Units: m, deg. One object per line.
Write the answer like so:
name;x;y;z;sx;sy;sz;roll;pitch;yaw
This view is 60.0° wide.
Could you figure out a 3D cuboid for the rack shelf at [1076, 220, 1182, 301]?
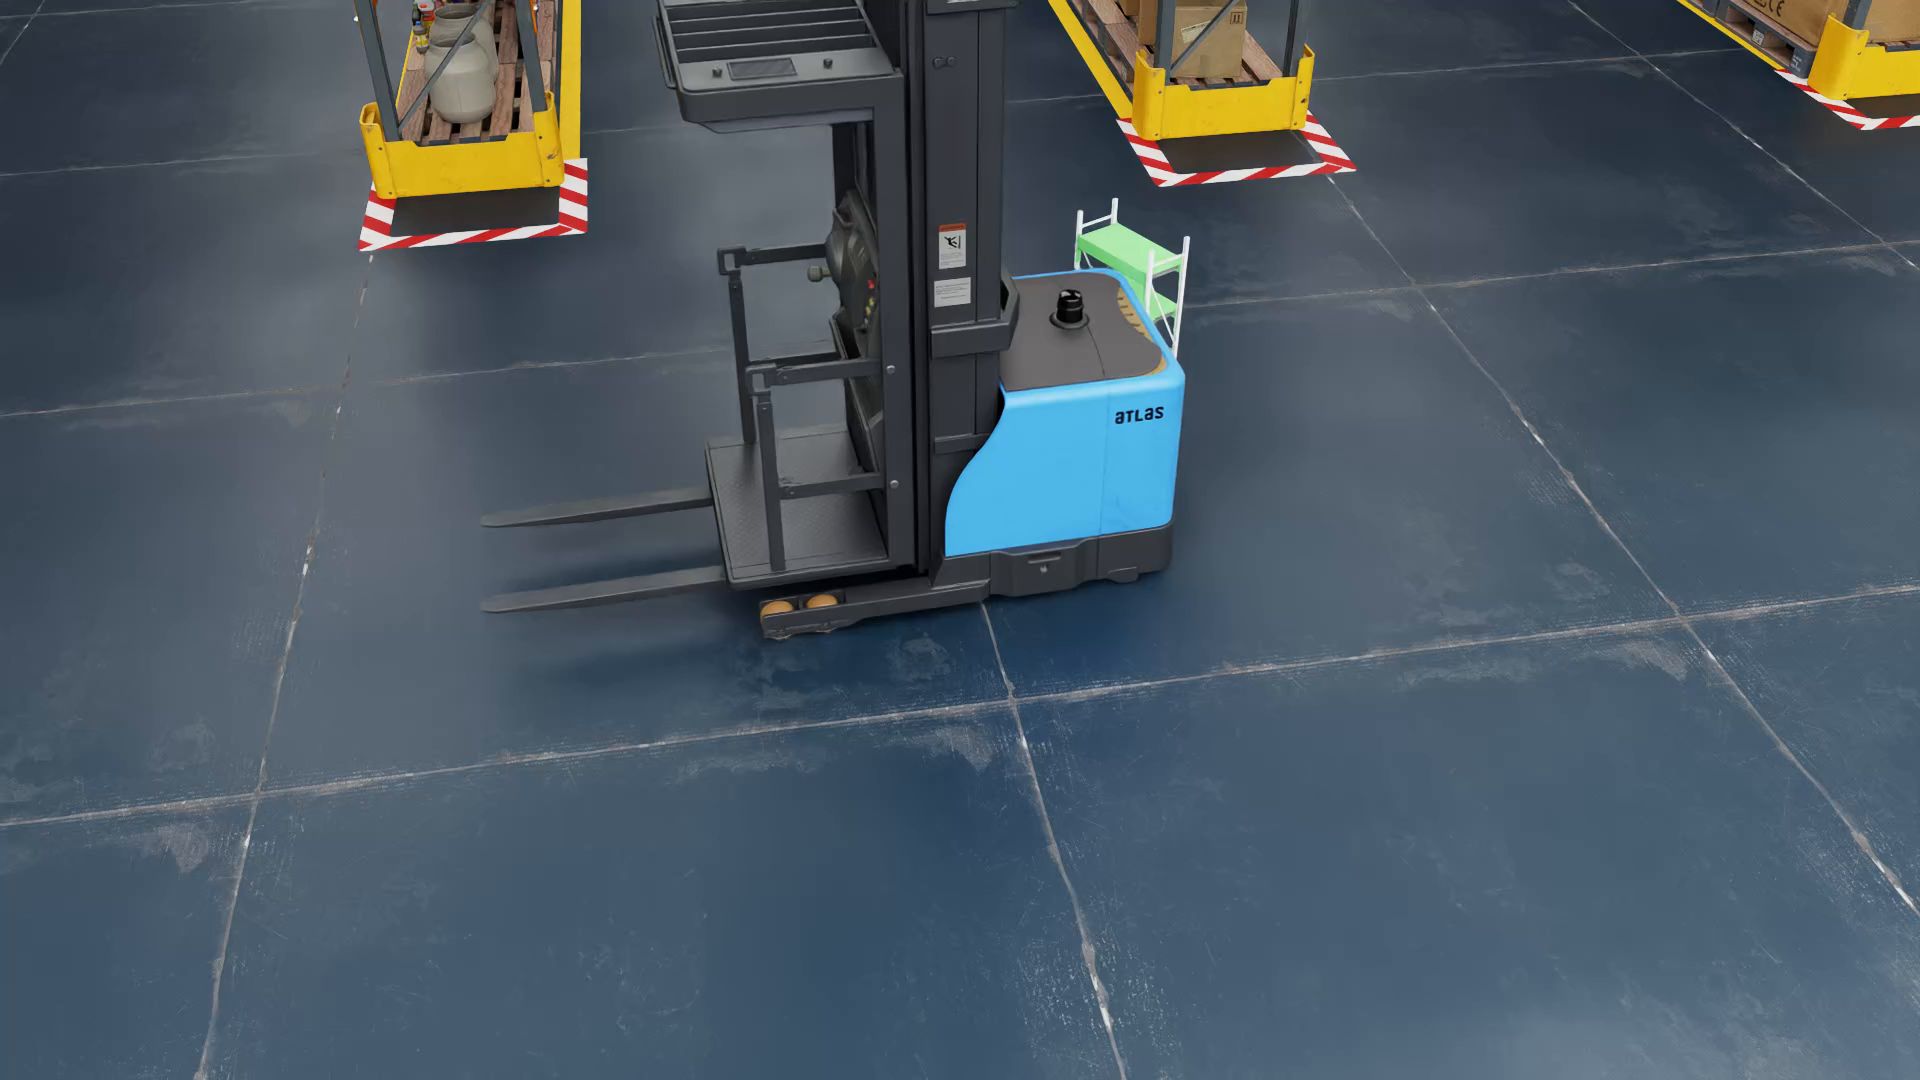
rack shelf;0.795;-1.310;7.775;0.258;0.148;0.480;-24;44;-30

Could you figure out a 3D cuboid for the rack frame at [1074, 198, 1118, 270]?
rack frame;0.639;-1.097;8.179;0.240;1.200;0.015;-24;44;-30

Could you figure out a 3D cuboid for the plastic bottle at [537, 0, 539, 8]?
plastic bottle;-3.231;-4.110;12.518;0.097;0.201;0.097;0;38;0

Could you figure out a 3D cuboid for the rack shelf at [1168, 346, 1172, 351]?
rack shelf;0.786;-0.927;8.065;0.258;0.148;0.480;-24;44;-30

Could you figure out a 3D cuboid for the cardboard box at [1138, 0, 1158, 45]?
cardboard box;1.556;-3.909;12.032;0.500;0.500;0.500;3;38;4

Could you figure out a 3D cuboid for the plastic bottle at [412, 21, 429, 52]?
plastic bottle;-3.843;-3.592;11.851;0.097;0.201;0.097;0;38;0

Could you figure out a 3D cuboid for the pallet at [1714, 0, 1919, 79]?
pallet;6.471;-3.840;12.521;1.003;0.211;1.213;-6;38;-8

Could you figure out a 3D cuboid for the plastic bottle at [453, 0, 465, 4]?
plastic bottle;-3.808;-4.104;12.449;0.152;0.276;0.135;-6;38;-8

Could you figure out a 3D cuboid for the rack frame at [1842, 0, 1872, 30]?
rack frame;6.688;-4.467;11.055;1.000;3.000;0.127;-6;38;-8

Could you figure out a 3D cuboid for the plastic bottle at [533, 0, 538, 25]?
plastic bottle;-3.160;-3.894;12.182;0.097;0.271;0.097;0;38;0

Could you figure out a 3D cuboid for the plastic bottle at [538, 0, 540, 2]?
plastic bottle;-3.279;-4.208;12.583;0.152;0.276;0.135;-6;38;-7

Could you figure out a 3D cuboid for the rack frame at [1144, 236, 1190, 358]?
rack frame;0.937;-0.860;7.874;0.240;1.200;0.015;-24;44;-30

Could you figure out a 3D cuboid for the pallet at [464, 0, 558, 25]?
pallet;-3.714;-4.366;13.198;1.003;0.211;1.213;-6;38;-8

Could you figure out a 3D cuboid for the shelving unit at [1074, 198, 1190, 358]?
shelving unit;0.788;-0.978;8.026;0.258;1.200;0.503;-24;44;-30

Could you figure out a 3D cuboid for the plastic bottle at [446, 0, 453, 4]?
plastic bottle;-3.806;-3.970;12.338;0.097;0.201;0.097;0;38;0

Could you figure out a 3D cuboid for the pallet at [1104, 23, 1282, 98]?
pallet;1.666;-3.434;11.998;1.003;0.211;1.213;-6;38;-8

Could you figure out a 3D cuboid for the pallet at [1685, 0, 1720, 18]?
pallet;6.260;-4.575;13.467;1.003;0.211;1.213;-6;38;-8

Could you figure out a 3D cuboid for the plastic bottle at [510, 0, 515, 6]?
plastic bottle;-3.384;-4.199;12.566;0.061;0.283;0.133;-6;38;-8

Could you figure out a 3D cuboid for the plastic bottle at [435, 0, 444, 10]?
plastic bottle;-3.755;-3.792;12.041;0.061;0.283;0.133;-6;38;-8

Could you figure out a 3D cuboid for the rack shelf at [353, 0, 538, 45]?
rack shelf;-3.440;-4.386;11.536;1.077;0.370;4.000;-6;38;-8

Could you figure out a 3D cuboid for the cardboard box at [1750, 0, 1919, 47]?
cardboard box;6.504;-4.196;12.096;0.875;0.875;0.875;-6;38;-8

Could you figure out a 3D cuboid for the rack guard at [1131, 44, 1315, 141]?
rack guard;1.774;-3.053;11.272;1.175;0.500;0.348;-6;38;-8

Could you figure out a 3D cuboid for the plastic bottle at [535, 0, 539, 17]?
plastic bottle;-3.195;-3.986;12.358;0.097;0.201;0.097;0;38;0

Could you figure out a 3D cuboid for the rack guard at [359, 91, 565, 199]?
rack guard;-3.149;-2.515;10.580;1.175;0.500;0.348;-6;38;-8

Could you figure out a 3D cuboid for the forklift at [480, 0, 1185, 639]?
forklift;-0.616;-1.085;6.757;3.031;2.935;1.130;-8;39;-10

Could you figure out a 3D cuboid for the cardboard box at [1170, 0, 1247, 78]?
cardboard box;1.694;-3.552;11.572;0.500;0.500;0.500;0;38;1

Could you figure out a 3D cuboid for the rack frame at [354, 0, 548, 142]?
rack frame;-3.089;-3.462;9.761;1.000;3.000;0.127;-6;38;-8

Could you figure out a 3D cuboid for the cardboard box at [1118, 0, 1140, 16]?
cardboard box;1.465;-4.290;12.522;0.500;0.500;0.500;-3;38;-4

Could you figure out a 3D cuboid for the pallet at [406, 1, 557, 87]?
pallet;-3.496;-3.628;12.248;1.003;0.211;1.213;-6;38;-8

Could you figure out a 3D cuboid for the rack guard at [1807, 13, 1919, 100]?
rack guard;6.692;-3.465;11.803;1.175;0.500;0.348;-6;38;-8

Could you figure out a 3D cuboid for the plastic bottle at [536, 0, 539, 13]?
plastic bottle;-3.213;-4.076;12.417;0.097;0.271;0.097;0;38;0

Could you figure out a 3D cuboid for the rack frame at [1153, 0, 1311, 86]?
rack frame;1.787;-3.994;10.446;1.000;3.000;0.127;-6;38;-8

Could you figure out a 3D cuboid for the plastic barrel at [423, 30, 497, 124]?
plastic barrel;-3.280;-3.034;10.896;0.421;0.512;0.421;0;38;0

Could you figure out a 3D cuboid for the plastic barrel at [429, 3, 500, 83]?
plastic barrel;-3.368;-3.337;11.286;0.421;0.512;0.421;0;38;0

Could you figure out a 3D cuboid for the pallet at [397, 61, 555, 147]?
pallet;-3.286;-2.893;11.301;1.003;0.211;1.213;-6;38;-8

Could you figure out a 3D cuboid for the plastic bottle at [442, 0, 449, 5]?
plastic bottle;-3.765;-3.856;12.191;0.097;0.201;0.097;0;38;0

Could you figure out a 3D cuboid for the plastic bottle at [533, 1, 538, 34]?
plastic bottle;-3.122;-3.830;12.090;0.061;0.283;0.133;-6;38;-7

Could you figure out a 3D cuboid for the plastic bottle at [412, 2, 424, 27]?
plastic bottle;-3.881;-3.693;11.915;0.061;0.283;0.133;-5;38;-7

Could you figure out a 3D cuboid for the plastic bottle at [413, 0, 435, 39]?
plastic bottle;-3.860;-3.777;12.028;0.152;0.276;0.135;-6;38;-8

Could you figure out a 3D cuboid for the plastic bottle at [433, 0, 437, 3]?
plastic bottle;-3.884;-3.861;12.136;0.152;0.276;0.135;-7;38;-9

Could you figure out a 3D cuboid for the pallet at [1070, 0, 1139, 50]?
pallet;1.456;-4.169;12.944;1.003;0.211;1.213;-6;38;-8

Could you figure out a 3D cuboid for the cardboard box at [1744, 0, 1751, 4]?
cardboard box;6.348;-4.727;12.779;0.875;0.875;0.875;-7;38;-9

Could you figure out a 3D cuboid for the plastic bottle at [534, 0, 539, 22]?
plastic bottle;-3.178;-3.954;12.260;0.097;0.271;0.097;0;38;0

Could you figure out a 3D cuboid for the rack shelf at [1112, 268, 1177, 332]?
rack shelf;0.791;-1.119;7.920;0.258;0.148;0.480;-24;44;-30
